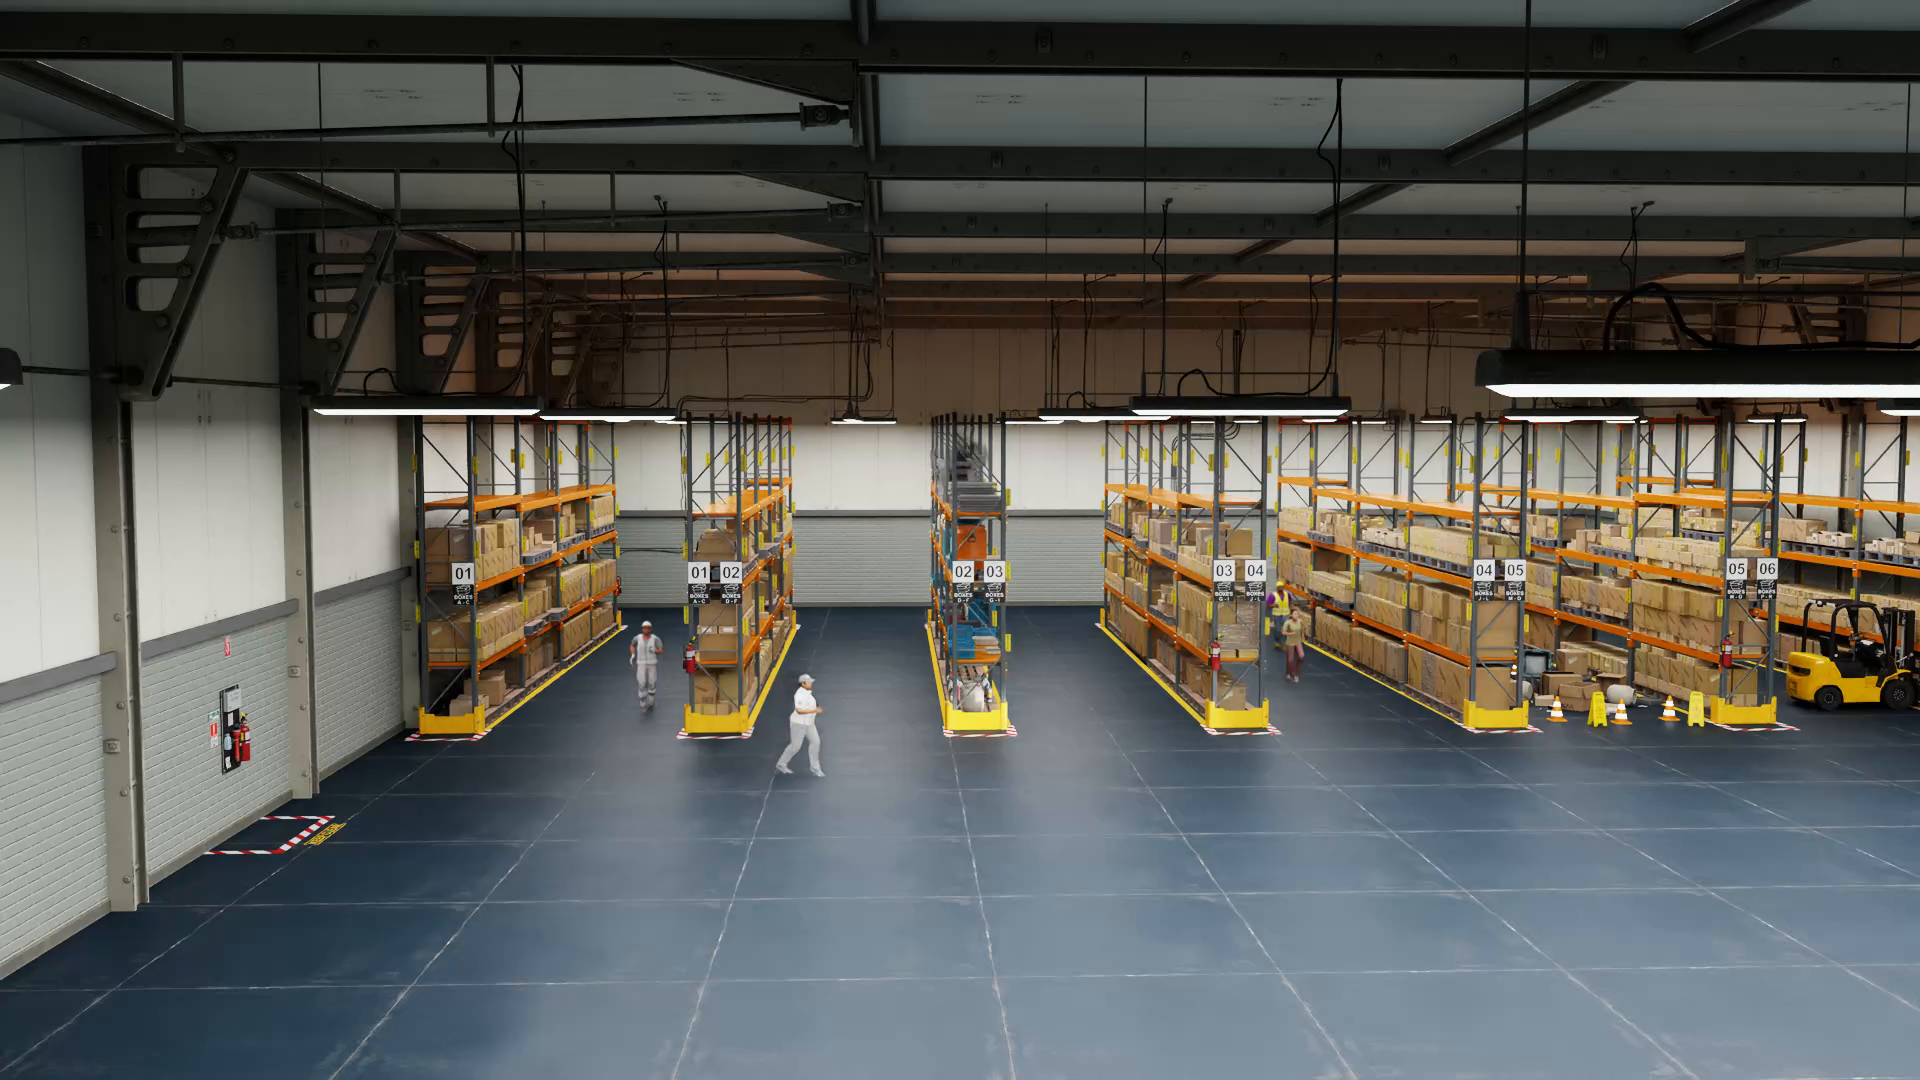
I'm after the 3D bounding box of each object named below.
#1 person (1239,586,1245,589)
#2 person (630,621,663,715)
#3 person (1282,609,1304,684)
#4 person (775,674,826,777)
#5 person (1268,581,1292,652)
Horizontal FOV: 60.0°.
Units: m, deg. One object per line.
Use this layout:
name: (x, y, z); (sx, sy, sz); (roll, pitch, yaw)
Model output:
person: (8.359, 1.561, 48.687); (0.845, 1.622, 0.689); (-2, 4, -23)
person: (-6.295, 2.531, 33.416); (0.656, 1.814, 0.918); (-1, 4, -10)
person: (7.465, 2.356, 37.230); (0.602, 1.670, 0.794); (-1, 4, -10)
person: (-2.606, 3.049, 27.241); (0.836, 1.716, 0.564); (1, 4, 16)
person: (8.180, 1.962, 42.457); (0.672, 1.824, 0.762); (0, 4, -1)
